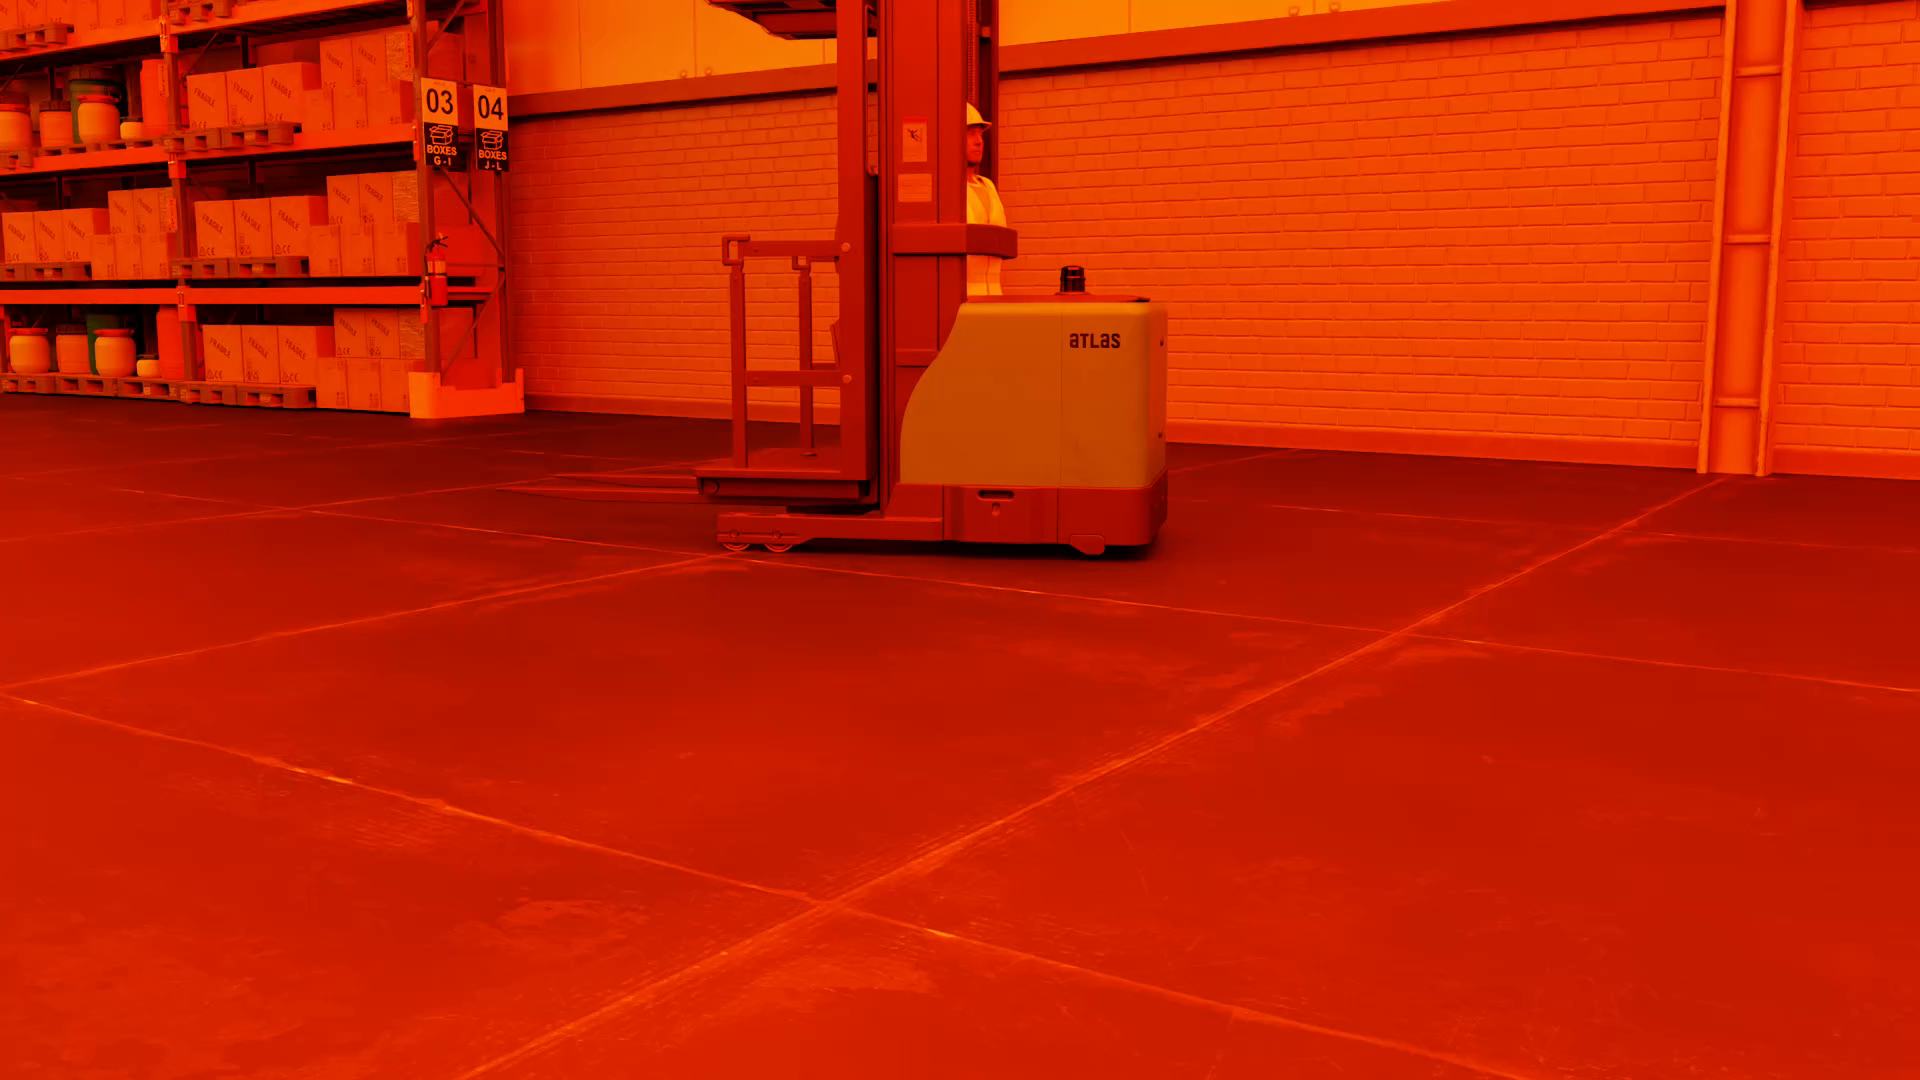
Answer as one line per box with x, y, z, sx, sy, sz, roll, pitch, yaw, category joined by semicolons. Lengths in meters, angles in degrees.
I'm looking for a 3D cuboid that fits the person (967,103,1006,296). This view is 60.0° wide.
0.006;-1.036;7.457;0.362;1.806;0.537;5;10;34;person

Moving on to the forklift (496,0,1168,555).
-0.596;-1.469;7.520;3.031;2.935;1.130;2;8;12;forklift
